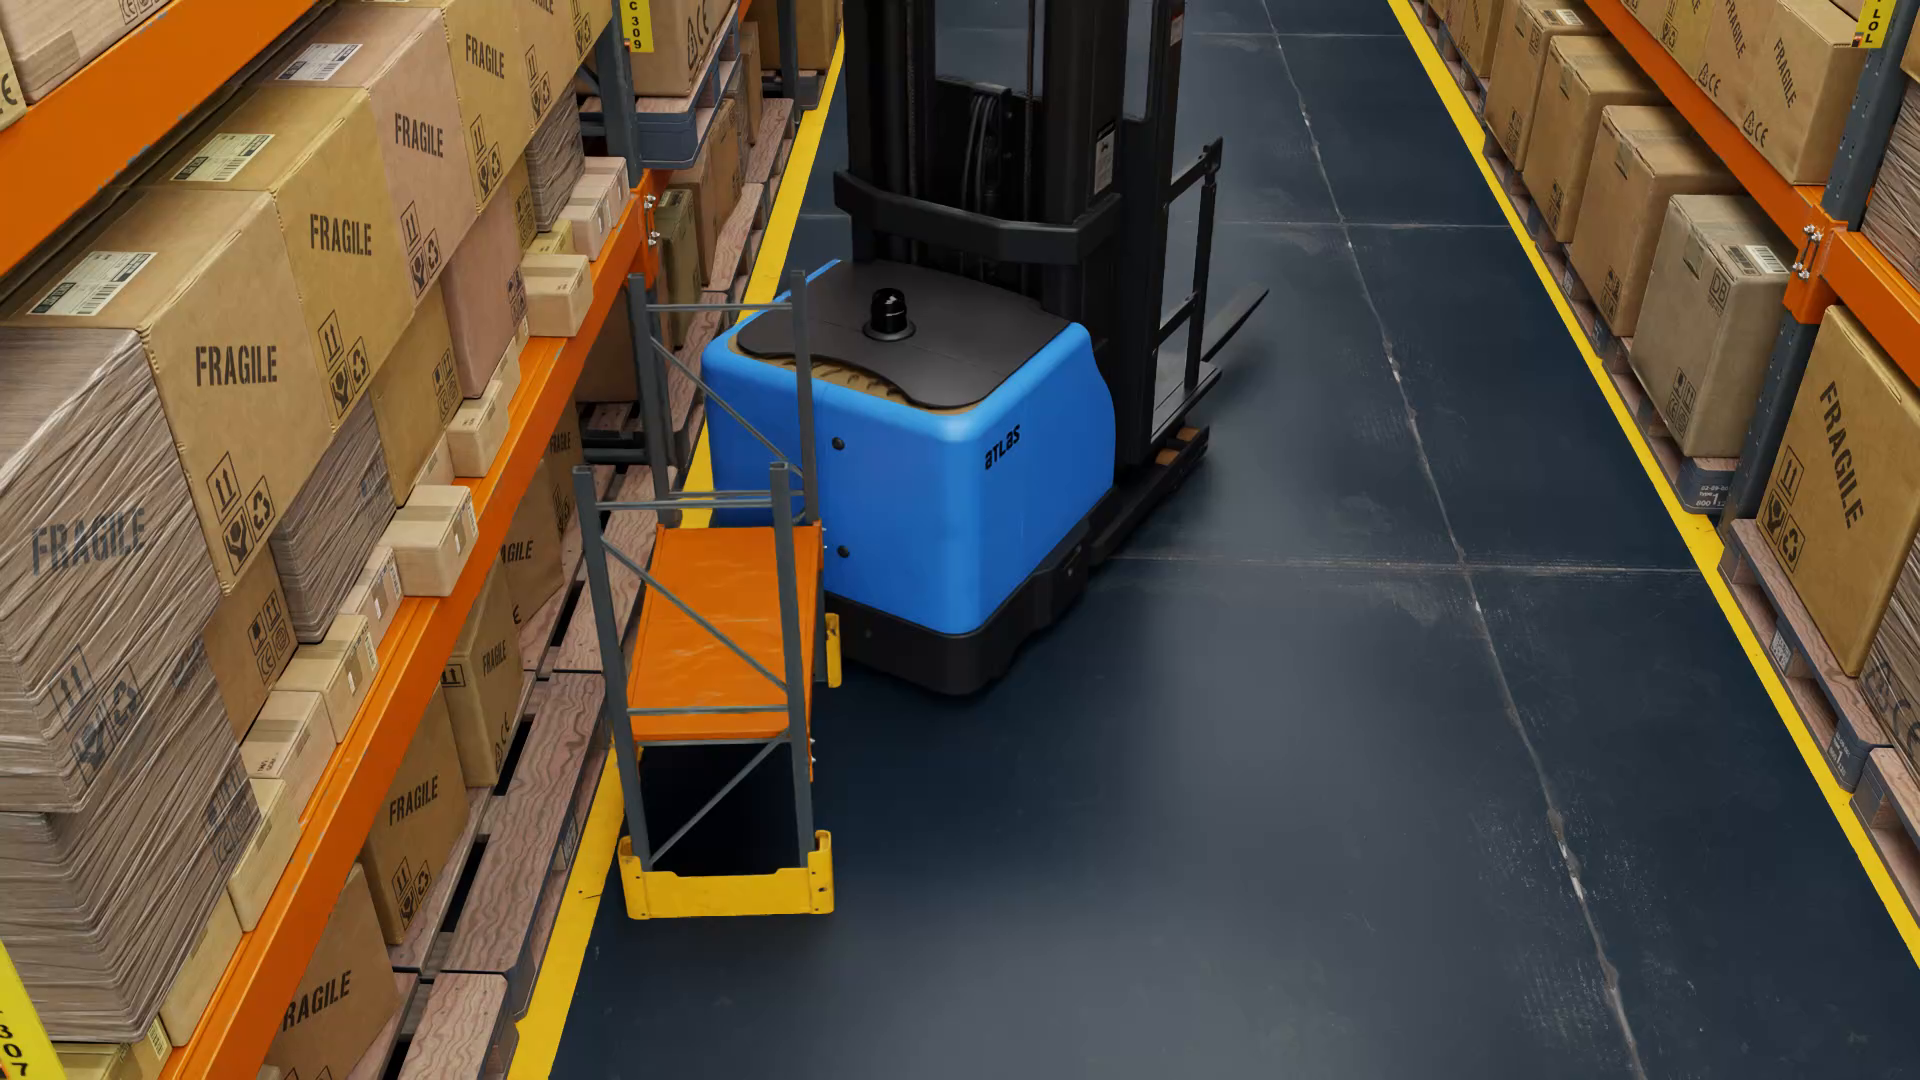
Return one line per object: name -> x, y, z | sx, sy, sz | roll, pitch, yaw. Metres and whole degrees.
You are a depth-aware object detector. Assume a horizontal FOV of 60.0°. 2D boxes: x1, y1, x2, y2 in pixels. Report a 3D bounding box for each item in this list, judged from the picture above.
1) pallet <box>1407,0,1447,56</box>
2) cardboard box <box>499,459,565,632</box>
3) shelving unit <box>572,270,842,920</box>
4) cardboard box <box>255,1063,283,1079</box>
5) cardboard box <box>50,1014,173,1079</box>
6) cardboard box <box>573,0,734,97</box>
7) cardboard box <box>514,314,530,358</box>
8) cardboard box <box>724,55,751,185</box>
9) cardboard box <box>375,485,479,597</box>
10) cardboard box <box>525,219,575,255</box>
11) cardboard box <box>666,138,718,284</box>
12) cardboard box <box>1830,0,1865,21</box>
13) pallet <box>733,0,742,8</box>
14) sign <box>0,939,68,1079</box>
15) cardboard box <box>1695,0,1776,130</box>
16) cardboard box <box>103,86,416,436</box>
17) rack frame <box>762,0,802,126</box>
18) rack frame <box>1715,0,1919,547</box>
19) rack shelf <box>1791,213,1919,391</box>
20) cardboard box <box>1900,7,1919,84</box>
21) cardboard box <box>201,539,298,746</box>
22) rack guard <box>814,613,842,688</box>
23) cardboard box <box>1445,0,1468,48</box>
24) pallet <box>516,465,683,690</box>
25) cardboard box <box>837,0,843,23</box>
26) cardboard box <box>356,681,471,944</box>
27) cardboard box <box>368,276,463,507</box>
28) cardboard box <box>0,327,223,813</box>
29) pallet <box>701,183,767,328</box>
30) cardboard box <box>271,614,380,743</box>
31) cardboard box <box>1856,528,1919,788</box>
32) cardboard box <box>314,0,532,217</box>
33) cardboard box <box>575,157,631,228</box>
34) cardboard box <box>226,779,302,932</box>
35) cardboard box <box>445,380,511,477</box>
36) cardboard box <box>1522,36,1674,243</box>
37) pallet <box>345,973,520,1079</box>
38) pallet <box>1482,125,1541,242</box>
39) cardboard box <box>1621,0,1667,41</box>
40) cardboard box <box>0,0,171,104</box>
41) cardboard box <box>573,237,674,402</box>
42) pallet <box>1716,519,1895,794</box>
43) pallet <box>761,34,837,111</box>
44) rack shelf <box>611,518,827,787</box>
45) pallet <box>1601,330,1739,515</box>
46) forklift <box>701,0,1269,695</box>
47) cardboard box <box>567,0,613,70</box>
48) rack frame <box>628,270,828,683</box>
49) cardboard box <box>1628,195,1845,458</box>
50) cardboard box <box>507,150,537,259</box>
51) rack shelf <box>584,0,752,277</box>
pallet -> 3.602, -3.519, 11.073 | 1.003, 0.211, 1.213 | 1, 35, 2
cardboard box -> -1.666, 0.023, 5.417 | 0.500, 0.500, 0.500 | 12, 37, 17
shelving unit -> -0.671, 0.147, 4.737 | 0.587, 1.500, 1.083 | -1, 35, -2
cardboard box -> -1.714, 1.405, 3.451 | 0.500, 0.500, 0.500 | 8, 36, 11
cardboard box -> -1.506, 0.857, 2.641 | 0.380, 0.149, 0.250 | 1, 35, 2
cardboard box -> -1.423, -2.256, 5.965 | 1.000, 1.000, 1.000 | 2, 35, 2
cardboard box -> -1.440, -0.580, 4.686 | 0.380, 0.149, 0.250 | 1, 35, 2
cardboard box -> -1.451, -2.137, 8.473 | 0.700, 0.500, 0.500 | -1, 35, -2
cardboard box -> -1.349, -0.003, 3.864 | 0.380, 0.149, 0.250 | 1, 35, 2
cardboard box -> -1.399, -0.867, 5.094 | 0.380, 0.149, 0.250 | 1, 35, 2
cardboard box -> -1.489, -1.491, 7.553 | 0.700, 0.500, 0.500 | -2, 35, -2
cardboard box -> 3.371, -1.949, 5.457 | 0.700, 0.500, 0.500 | 1, 35, 1
pallet -> -1.473, -2.467, 7.319 | 1.003, 0.211, 1.213 | 1, 35, 2
sign -> -1.213, 0.570, 2.077 | 0.100, 0.325, 0.005 | 1, 35, 2
cardboard box -> 3.131, -1.850, 6.187 | 0.500, 0.500, 0.500 | 1, 35, 1
cardboard box -> -1.415, -0.544, 3.199 | 0.500, 0.500, 0.500 | 1, 35, 2
rack frame -> -1.434, -3.684, 8.883 | 1.000, 3.000, 0.127 | 1, 35, 2
rack frame -> 3.357, -1.213, 5.368 | 1.000, 3.000, 0.127 | 1, 35, 2
rack shelf -> 3.277, 0.230, 3.940 | 1.077, 0.370, 4.000 | 1, 35, 2
cardboard box -> 3.308, -1.505, 4.714 | 0.875, 0.550, 0.550 | 1, 35, 2
cardboard box -> -1.806, 0.144, 3.090 | 0.875, 0.500, 0.500 | 1, 35, 2
rack guard -> -0.690, 0.372, 5.503 | 0.587, 0.250, 0.087 | -1, 35, -2
cardboard box -> 3.308, -3.343, 10.207 | 0.500, 0.500, 0.500 | 3, 35, 4
pallet -> -1.586, 0.142, 5.865 | 1.003, 0.211, 1.213 | 1, 35, 2
cardboard box -> -1.342, -3.895, 10.665 | 1.225, 0.875, 0.875 | 1, 35, 2
cardboard box -> -1.680, 0.701, 4.452 | 0.500, 0.500, 0.500 | 4, 35, 6
cardboard box -> -1.711, -0.429, 3.906 | 0.875, 0.500, 0.500 | 1, 35, 2
cardboard box -> -1.461, 0.031, 2.382 | 0.500, 0.500, 0.500 | 1, 35, 2
pallet -> -1.519, -1.395, 8.052 | 1.003, 0.211, 1.213 | 1, 35, 2
cardboard box -> -1.445, 0.283, 3.457 | 0.380, 0.149, 0.250 | 1, 35, 2
cardboard box -> 3.229, 0.362, 4.609 | 0.875, 0.875, 0.875 | 2, 35, 2
cardboard box -> -1.378, -1.118, 4.017 | 0.500, 0.500, 0.500 | 1, 35, 2
cardboard box -> -1.310, -1.153, 5.500 | 0.380, 0.149, 0.250 | 1, 35, 2
cardboard box -> -1.452, 0.570, 3.048 | 0.380, 0.149, 0.250 | 1, 35, 2
cardboard box -> -1.385, -0.291, 4.274 | 0.380, 0.149, 0.250 | 1, 35, 2
cardboard box -> 3.372, -1.913, 7.954 | 1.050, 0.750, 0.750 | 2, 35, 3
pallet -> -1.684, 1.544, 3.870 | 1.003, 0.211, 1.213 | 1, 35, 2
pallet -> 3.411, -1.919, 8.797 | 1.003, 0.211, 1.213 | 1, 35, 2
cardboard box -> 3.169, -2.433, 7.016 | 0.500, 0.500, 0.500 | 1, 35, 1
cardboard box -> -1.463, -0.821, 2.331 | 0.500, 0.250, 0.500 | 1, 35, 1
cardboard box -> -1.549, -0.895, 6.707 | 0.700, 0.500, 0.500 | -1, 35, -2
pallet -> 3.248, 0.363, 5.550 | 1.003, 0.211, 1.213 | 1, 35, 2
pallet -> -1.327, -2.994, 10.327 | 1.003, 0.211, 1.213 | 1, 35, 2
rack shelf -> -0.671, 0.299, 4.833 | 0.538, 0.185, 1.000 | -1, 35, -2
pallet -> 3.313, -0.517, 6.803 | 1.003, 0.211, 1.213 | 1, 35, 2
forklift -> 0.340, -1.516, 5.858 | 1.130, 2.935, 3.031 | 19, 39, 24
cardboard box -> -1.338, -1.693, 4.835 | 0.500, 0.500, 0.500 | 1, 35, 2
rack frame -> -0.690, -0.140, 5.145 | 0.500, 1.500, 0.032 | -1, 35, -2
cardboard box -> 3.292, -0.823, 6.404 | 1.050, 0.750, 0.750 | 1, 35, 2
cardboard box -> -1.730, -1.005, 4.726 | 0.875, 0.500, 0.500 | 1, 35, 2
rack shelf -> -1.515, -2.241, 7.455 | 1.077, 0.370, 4.000 | 1, 35, 2
